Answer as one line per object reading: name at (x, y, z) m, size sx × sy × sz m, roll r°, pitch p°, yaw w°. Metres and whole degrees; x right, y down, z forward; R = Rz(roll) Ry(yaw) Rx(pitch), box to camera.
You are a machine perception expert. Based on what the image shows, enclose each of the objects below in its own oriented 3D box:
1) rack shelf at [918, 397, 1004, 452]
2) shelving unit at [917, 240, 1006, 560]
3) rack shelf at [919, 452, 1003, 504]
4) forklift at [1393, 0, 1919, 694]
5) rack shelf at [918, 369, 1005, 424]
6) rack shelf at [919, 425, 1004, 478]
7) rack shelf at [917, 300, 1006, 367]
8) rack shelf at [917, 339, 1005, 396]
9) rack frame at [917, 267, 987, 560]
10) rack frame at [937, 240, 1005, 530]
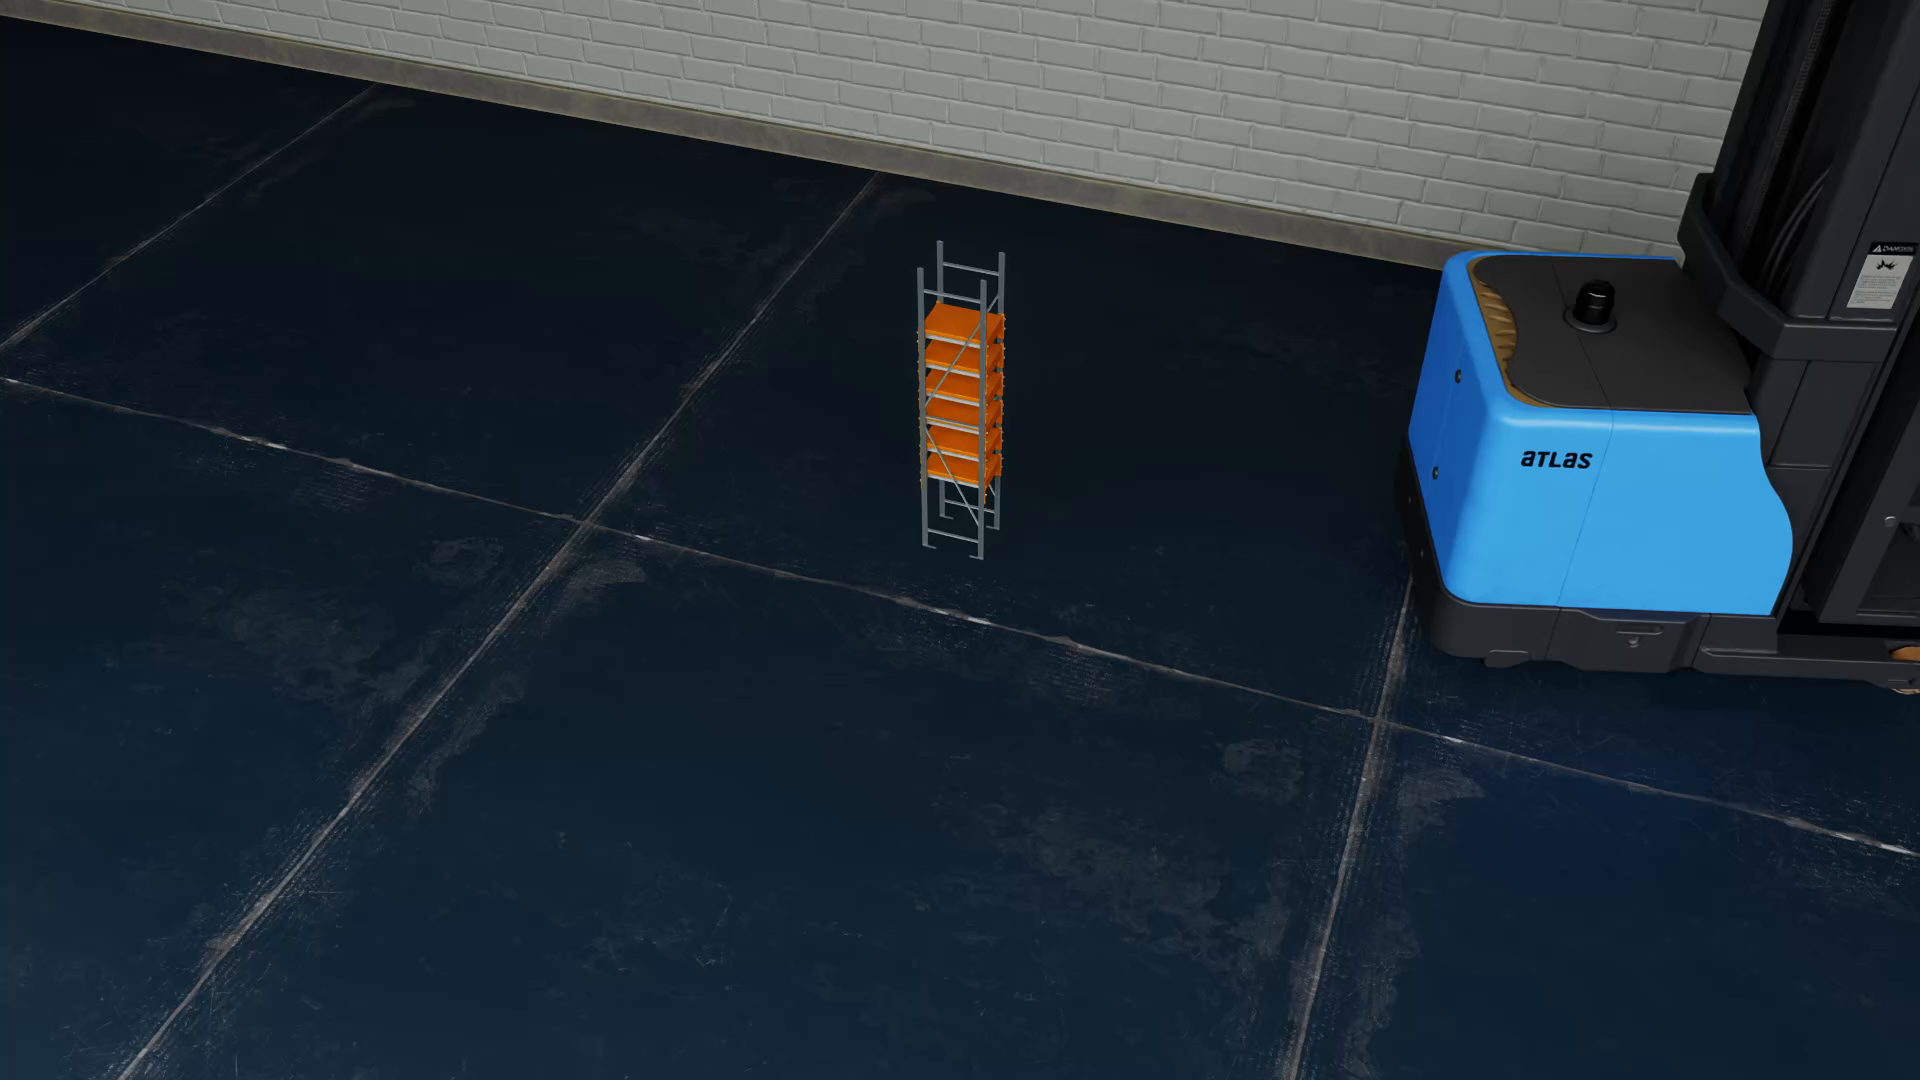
rack shelf at (0.005, -0.431, 5.900) m, size 0.258 × 0.103 × 0.180 m, roll 13°, pitch 42°, yaw 15°
shelving unit at (0.005, -0.465, 5.871) m, size 0.258 × 1.200 × 0.189 m, roll 13°, pitch 42°, yaw 15°
rack shelf at (0.005, -0.249, 6.056) m, size 0.258 × 0.103 × 0.180 m, roll 13°, pitch 42°, yaw 15°
forklift at (3.153, -0.943, 5.097) m, size 3.031 × 2.935 × 1.130 m, roll 2°, pitch 41°, yaw 3°
rack shelf at (0.005, -0.523, 5.822) m, size 0.258 × 0.103 × 0.180 m, roll 13°, pitch 42°, yaw 15°
rack shelf at (0.005, -0.340, 5.978) m, size 0.258 × 0.103 × 0.180 m, roll 13°, pitch 42°, yaw 15°
rack shelf at (0.005, -0.705, 5.666) m, size 0.258 × 0.103 × 0.180 m, roll 13°, pitch 42°, yaw 15°
rack shelf at (0.005, -0.614, 5.744) m, size 0.258 × 0.103 × 0.180 m, roll 13°, pitch 42°, yaw 15°
rack frame at (-0.026, -0.409, 5.806) m, size 0.240 × 1.200 × 0.006 m, roll 13°, pitch 42°, yaw 15°
rack frame at (0.036, -0.521, 5.936) m, size 0.240 × 1.200 × 0.006 m, roll 13°, pitch 42°, yaw 15°
